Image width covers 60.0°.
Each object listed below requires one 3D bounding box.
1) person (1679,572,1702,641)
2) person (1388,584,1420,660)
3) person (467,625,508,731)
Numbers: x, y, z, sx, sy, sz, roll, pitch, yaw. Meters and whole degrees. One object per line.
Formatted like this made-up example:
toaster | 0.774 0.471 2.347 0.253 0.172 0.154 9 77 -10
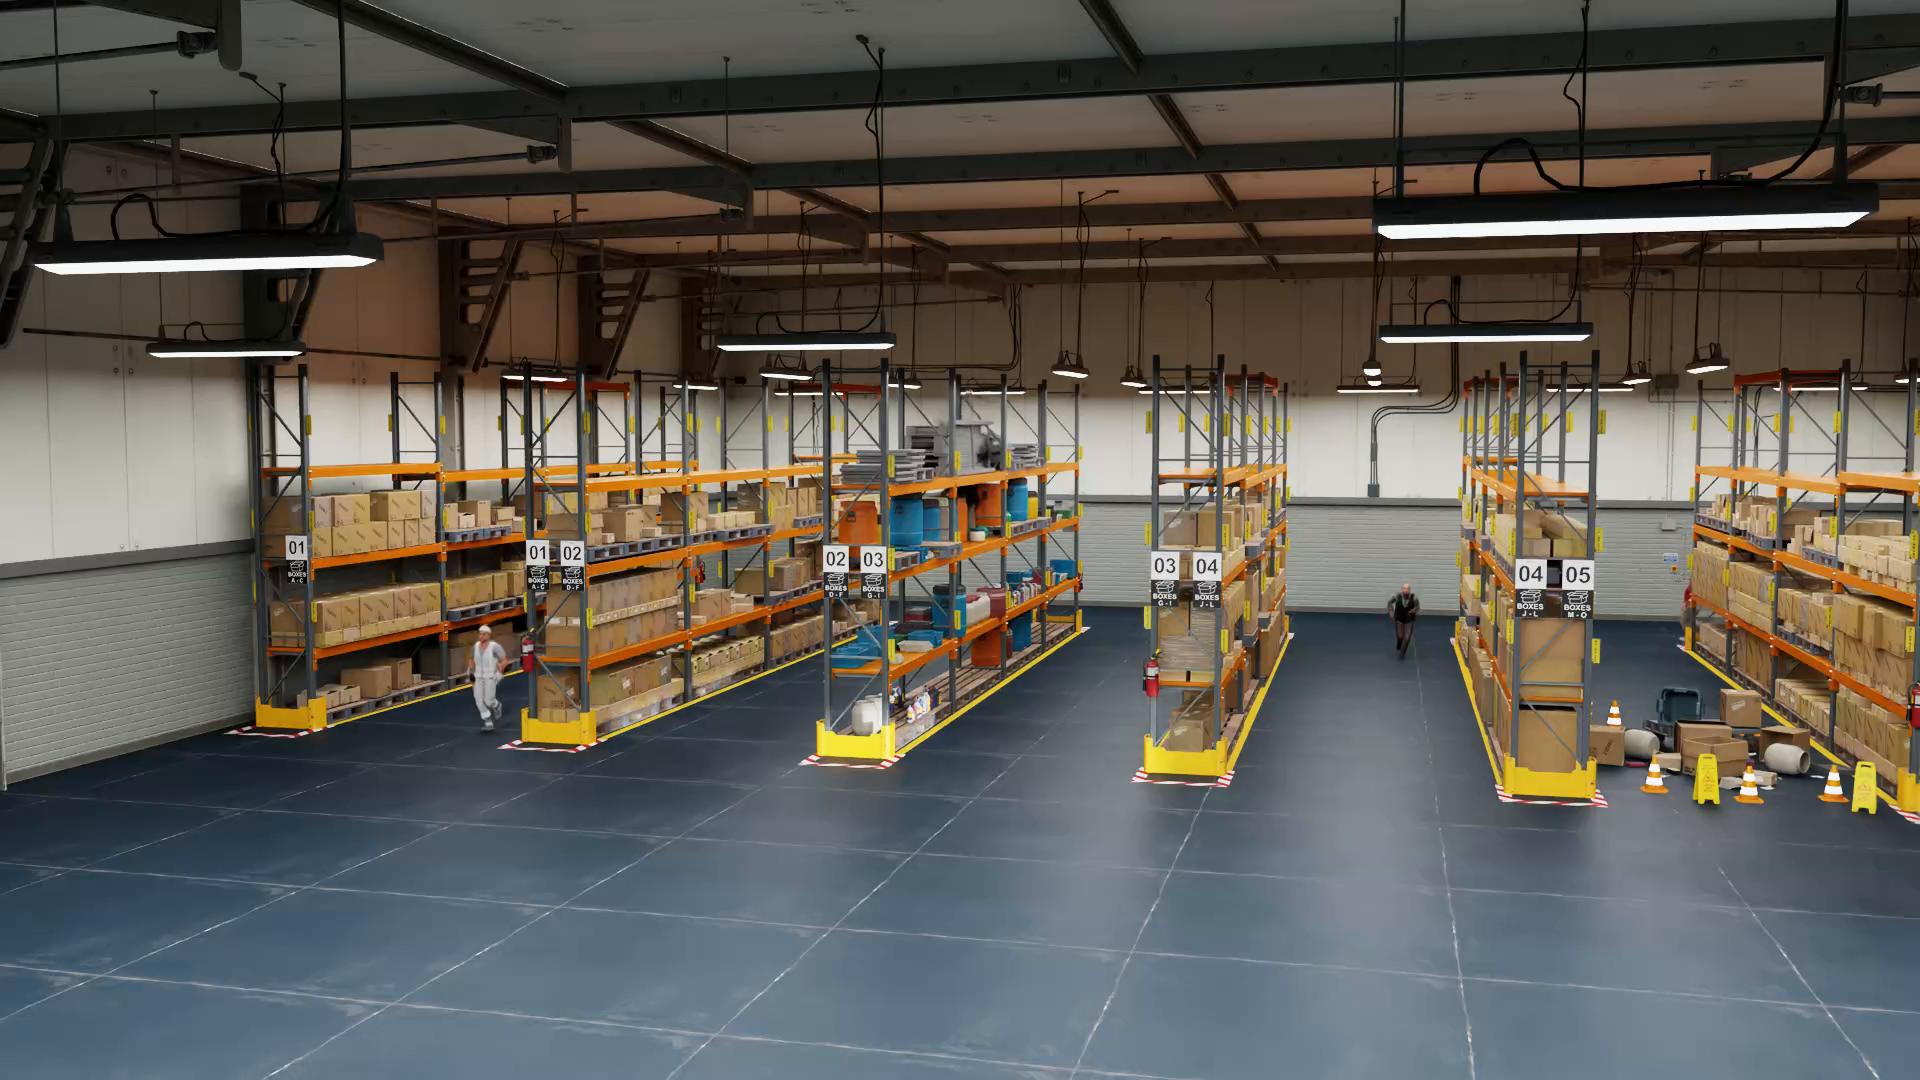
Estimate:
person | 16.848 1.541 38.236 0.686 1.656 0.719 3 5 39
person | 9.453 1.750 35.385 0.646 1.652 0.687 0 4 7
person | -7.747 2.264 27.200 0.660 1.746 0.618 1 4 12
